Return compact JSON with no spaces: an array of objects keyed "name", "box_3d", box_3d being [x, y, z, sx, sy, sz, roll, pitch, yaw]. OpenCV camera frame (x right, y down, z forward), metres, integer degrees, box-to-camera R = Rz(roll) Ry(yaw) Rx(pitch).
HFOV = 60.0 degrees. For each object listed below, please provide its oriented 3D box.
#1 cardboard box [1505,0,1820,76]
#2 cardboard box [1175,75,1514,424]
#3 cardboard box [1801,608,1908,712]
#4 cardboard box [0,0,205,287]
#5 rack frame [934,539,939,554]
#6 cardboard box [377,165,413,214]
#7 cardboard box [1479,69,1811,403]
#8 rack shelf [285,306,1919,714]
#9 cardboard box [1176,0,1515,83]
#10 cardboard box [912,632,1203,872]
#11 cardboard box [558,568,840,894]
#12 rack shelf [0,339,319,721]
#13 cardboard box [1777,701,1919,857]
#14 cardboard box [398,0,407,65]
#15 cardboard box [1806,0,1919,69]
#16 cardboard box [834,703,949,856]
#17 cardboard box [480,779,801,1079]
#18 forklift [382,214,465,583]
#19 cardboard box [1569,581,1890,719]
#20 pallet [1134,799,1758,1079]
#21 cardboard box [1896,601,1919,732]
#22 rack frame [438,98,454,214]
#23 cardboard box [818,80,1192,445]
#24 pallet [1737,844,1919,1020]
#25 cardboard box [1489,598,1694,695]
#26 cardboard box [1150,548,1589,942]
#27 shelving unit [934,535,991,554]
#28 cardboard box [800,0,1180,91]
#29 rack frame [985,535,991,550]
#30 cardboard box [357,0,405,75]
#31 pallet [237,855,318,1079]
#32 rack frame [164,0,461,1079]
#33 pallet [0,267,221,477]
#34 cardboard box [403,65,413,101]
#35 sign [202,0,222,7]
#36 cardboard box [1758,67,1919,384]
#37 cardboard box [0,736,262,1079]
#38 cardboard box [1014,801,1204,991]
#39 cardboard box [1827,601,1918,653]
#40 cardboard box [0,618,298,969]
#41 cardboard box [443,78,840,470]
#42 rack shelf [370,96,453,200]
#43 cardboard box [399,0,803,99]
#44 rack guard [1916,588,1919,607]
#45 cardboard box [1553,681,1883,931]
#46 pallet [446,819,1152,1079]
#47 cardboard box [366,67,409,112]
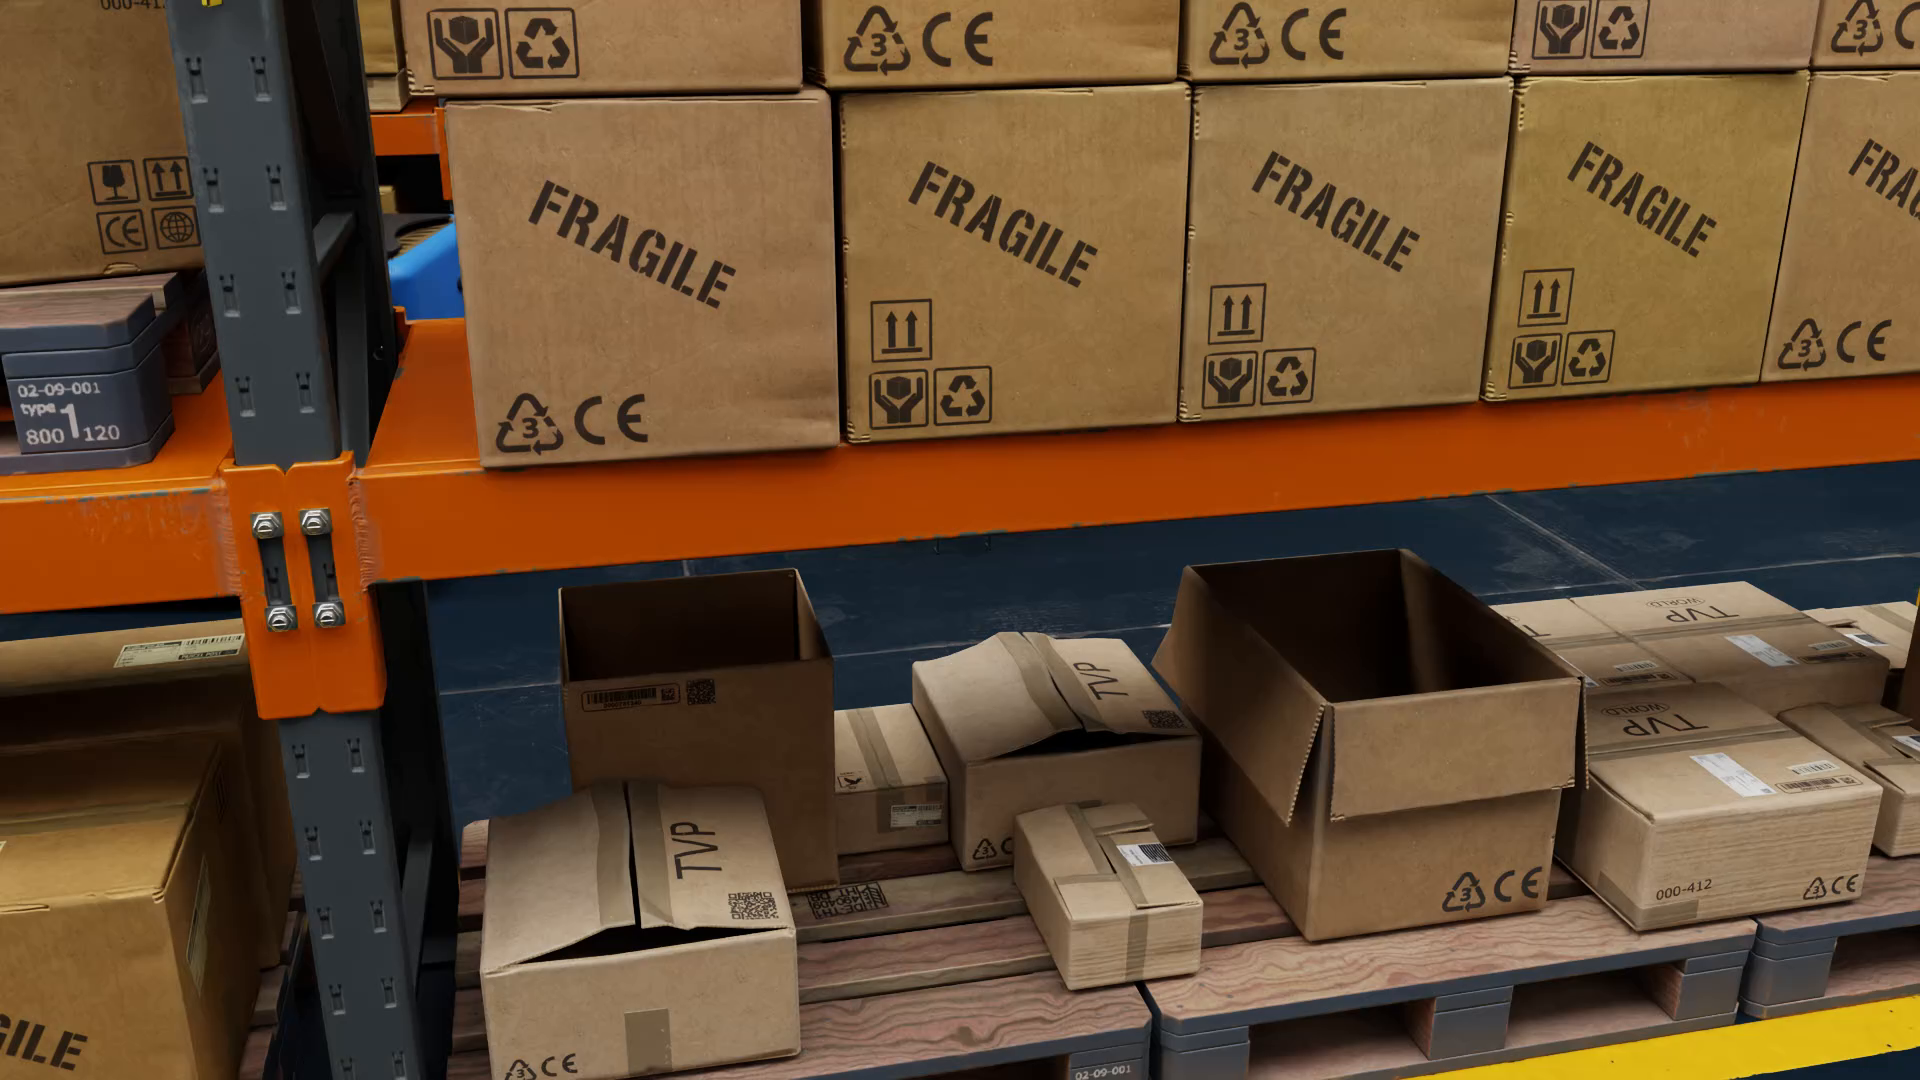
[{"name":"cardboard box","box_3d":[1.002,-1.017,2.631,0.500,0.500,0.500,-4,20,-11]},{"name":"cardboard box","box_3d":[0.518,-0.511,2.704,0.500,0.500,0.500,-5,21,-13]},{"name":"cardboard box","box_3d":[2.137,0.310,4.086,0.250,0.166,0.380,-5,21,-12]},{"name":"cardboard box","box_3d":[-1.538,-0.716,2.653,0.500,0.500,0.700,-13,24,-31]},{"name":"rack frame","box_3d":[-0.103,-0.555,5.585,0.006,1.200,0.240,-5,21,-12]},{"name":"cardboard box","box_3d":[-2.772,-1.185,7.204,0.750,0.750,0.750,-4,21,-12]},{"name":"cardboard box","box_3d":[1.012,-0.552,2.815,0.500,0.500,0.500,-5,21,-13]},{"name":"rack shelf","box_3d":[0.920,-0.255,3.196,4.000,0.370,1.077,-5,21,-12]},{"name":"cardboard box","box_3d":[0.500,-0.976,2.518,0.500,0.500,0.500,-5,21,-14]},{"name":"cardboard box","box_3d":[0.193,0.422,3.572,0.500,0.311,0.500,-5,21,-12]},{"name":"cardboard box","box_3d":[-0.537,0.392,3.377,0.500,0.500,0.500,-5,21,-12]},{"name":"rack shelf","box_3d":[-2.972,0.061,2.332,4.000,0.370,1.077,-5,21,-12]},{"name":"cardboard box","box_3d":[1.979,0.500,3.569,0.250,0.166,0.380,-5,21,-12]},{"name":"cardboard box","box_3d":[-2.675,-2.337,7.225,0.500,0.500,0.500,-5,21,-14]},{"name":"cardboard box","box_3d":[1.502,-1.058,2.742,0.500,0.500,0.500,-4,21,-11]},{"name":"cardboard box","box_3d":[-0.186,0.508,3.573,0.250,0.149,0.380,-5,21,-12]},{"name":"cardboard box","box_3d":[-0.568,0.660,2.920,0.500,0.311,0.500,-5,21,-12]},{"name":"forklift","box_3d":[-3.153,-1.333,5.192,3.031,2.935,1.130,-1,20,-2]},{"name":"cardboard box","box_3d":[1.786,0.321,3.936,0.500,0.250,0.500,-5,21,-12]},{"name":"pallet","box_3d":[0.832,0.723,3.535,1.213,0.211,1.003,-5,21,-12]},{"name":"cardboard box","box_3d":[2.394,0.341,3.516,0.500,0.500,0.500,-5,21,-12]},{"name":"rack frame","box_3d":[-2.169,-2.093,7.166,0.127,3.000,1.000,-5,21,-12]},{"name":"cardboard box","box_3d":[0.030,-0.472,2.598,0.500,0.500,0.500,-4,21,-12]},{"name":"pallet","box_3d":[2.017,0.628,3.795,1.213,0.211,1.003,-5,21,-12]},{"name":"cardboard box","box_3d":[1.299,0.360,3.828,0.500,0.250,0.500,-5,21,-12]},{"name":"cardboard box","box_3d":[0.801,0.380,3.405,0.637,0.503,0.797,-5,21,-12]},{"name":"shelving unit","box_3d":[-0.014,-0.562,5.605,0.189,1.200,0.258,-5,21,-12]},{"name":"cardboard box","box_3d":[-0.001,-0.935,2.408,0.500,0.500,0.500,-5,21,-14]},{"name":"rack frame","box_3d":[0.075,-0.569,5.625,0.006,1.200,0.240,-5,21,-12]},{"name":"cardboard box","box_3d":[-2.561,-2.168,6.764,0.500,0.500,0.500,-5,21,-13]},{"name":"pallet","box_3d":[-1.809,0.952,2.910,1.213,0.211,1.003,-5,21,-12]},{"name":"rack frame","box_3d":[-1.026,-0.435,2.640,0.127,3.000,1.000,-5,21,-12]},{"name":"pallet","box_3d":[-1.829,-0.318,2.601,1.213,0.211,1.003,-5,21,-12]},{"name":"cardboard box","box_3d":[-2.541,-2.024,7.315,0.250,0.149,0.380,-5,21,-14]},{"name":"sign","box_3d":[-0.895,-0.793,1.935,0.005,0.325,0.100,-5,21,-12]},{"name":"cardboard box","box_3d":[1.503,-0.592,2.924,0.500,0.500,0.500,-4,21,-12]},{"name":"cardboard box","box_3d":[-1.440,0.667,2.626,0.500,0.500,0.500,-5,21,-13]},{"name":"cardboard box","box_3d":[0.272,0.656,3.141,0.250,0.166,0.380,-5,21,-12]},{"name":"cardboard box","box_3d":[2.380,0.299,4.143,0.250,0.149,0.380,-5,21,-12]},{"name":"cardboard box","box_3d":[-1.553,0.489,3.113,0.500,0.500,0.500,-6,21,-15]},{"name":"cardboard box","box_3d":[-0.467,-0.431,2.484,0.500,0.500,0.500,-4,21,-11]},{"name":"rack shelf","box_3d":[-4.116,-1.596,6.858,4.000,0.370,1.077,-5,21,-12]},{"name":"cardboard box","box_3d":[-0.503,-0.894,2.296,0.500,0.500,0.500,-4,21,-11]},{"name":"rack guard","box_3d":[2.793,0.428,3.918,0.348,0.500,1.175,-5,21,-12]},{"name":"cardboard box","box_3d":[1.463,0.524,3.382,0.500,0.250,0.500,-5,21,-12]},{"name":"pallet","box_3d":[-0.357,0.821,3.268,1.213,0.211,1.003,-5,21,-12]},{"name":"cardboard box","box_3d":[-2.433,-1.862,6.874,0.250,0.149,0.380,-4,21,-12]}]
